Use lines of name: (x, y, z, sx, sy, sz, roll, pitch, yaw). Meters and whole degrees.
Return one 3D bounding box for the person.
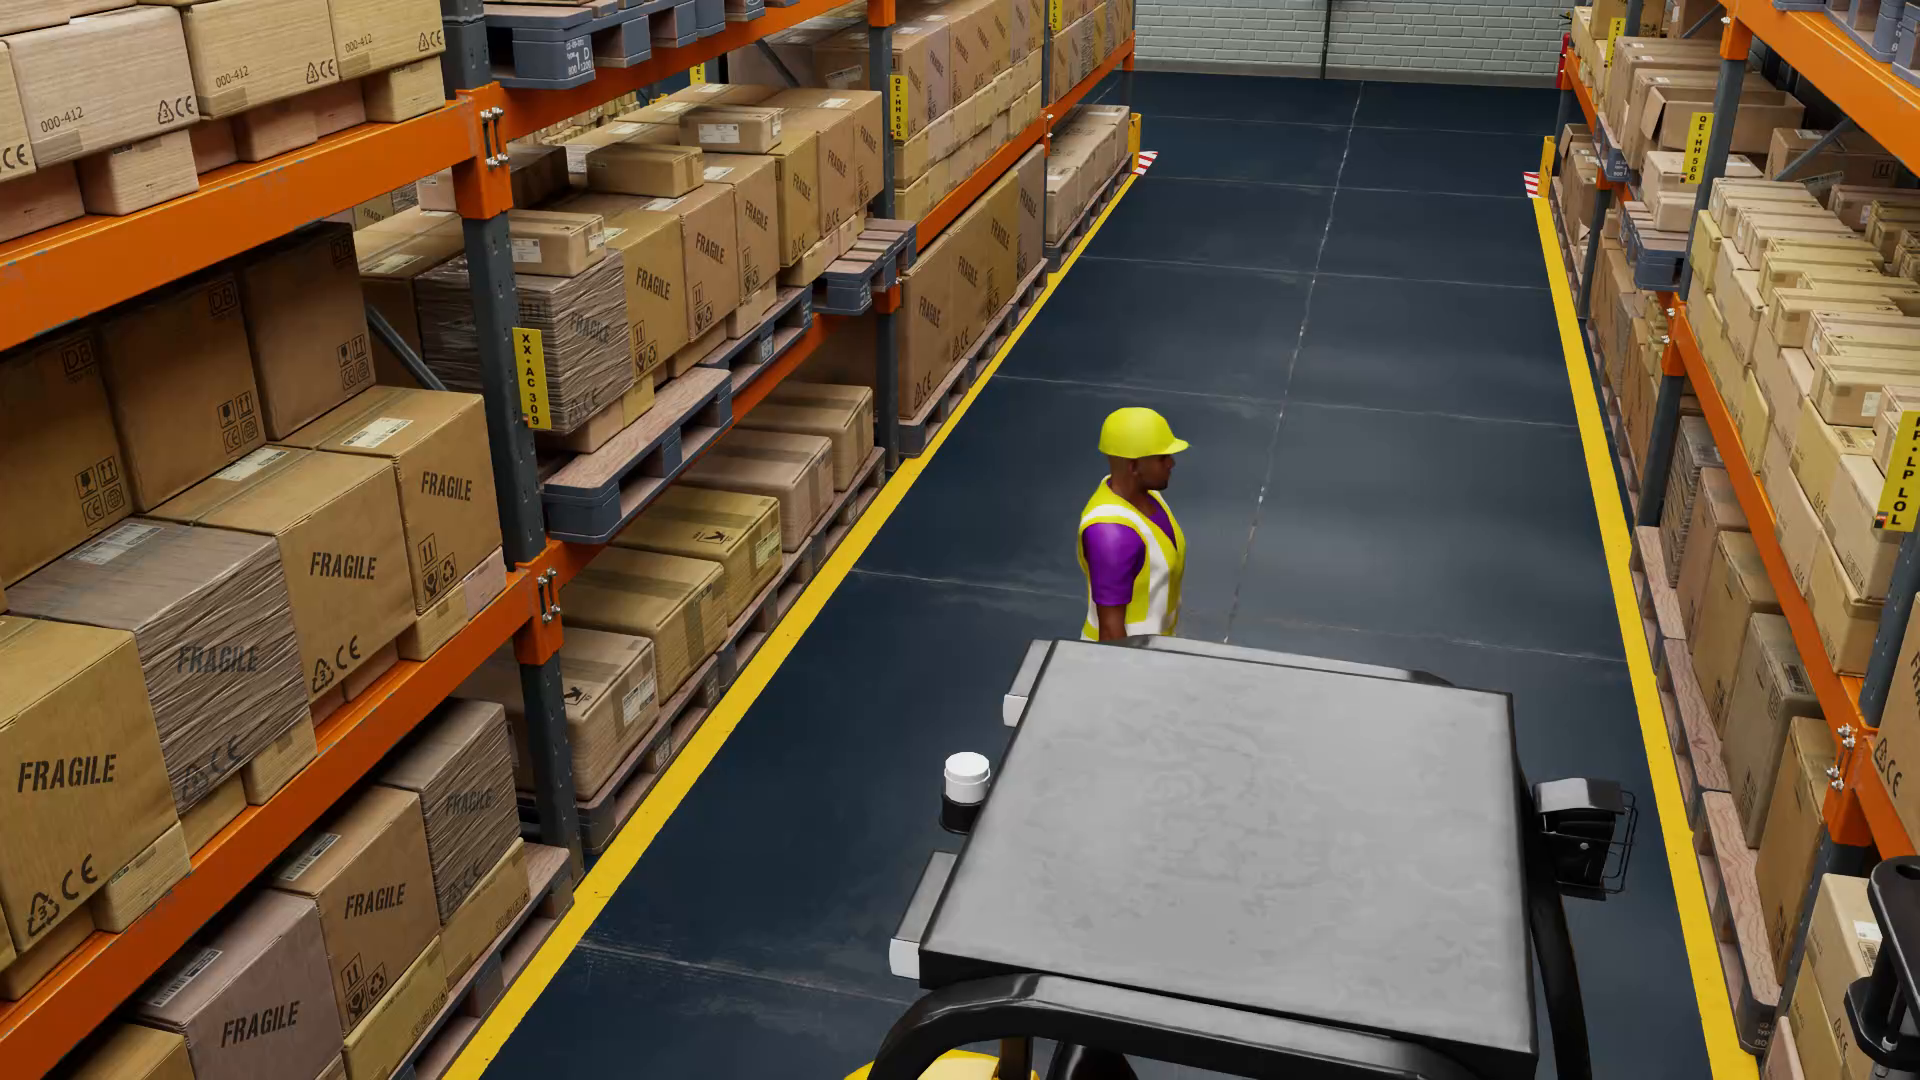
person: (0.607, 0.378, 5.780, 0.378, 1.761, 0.564, 7, 26, 14)
